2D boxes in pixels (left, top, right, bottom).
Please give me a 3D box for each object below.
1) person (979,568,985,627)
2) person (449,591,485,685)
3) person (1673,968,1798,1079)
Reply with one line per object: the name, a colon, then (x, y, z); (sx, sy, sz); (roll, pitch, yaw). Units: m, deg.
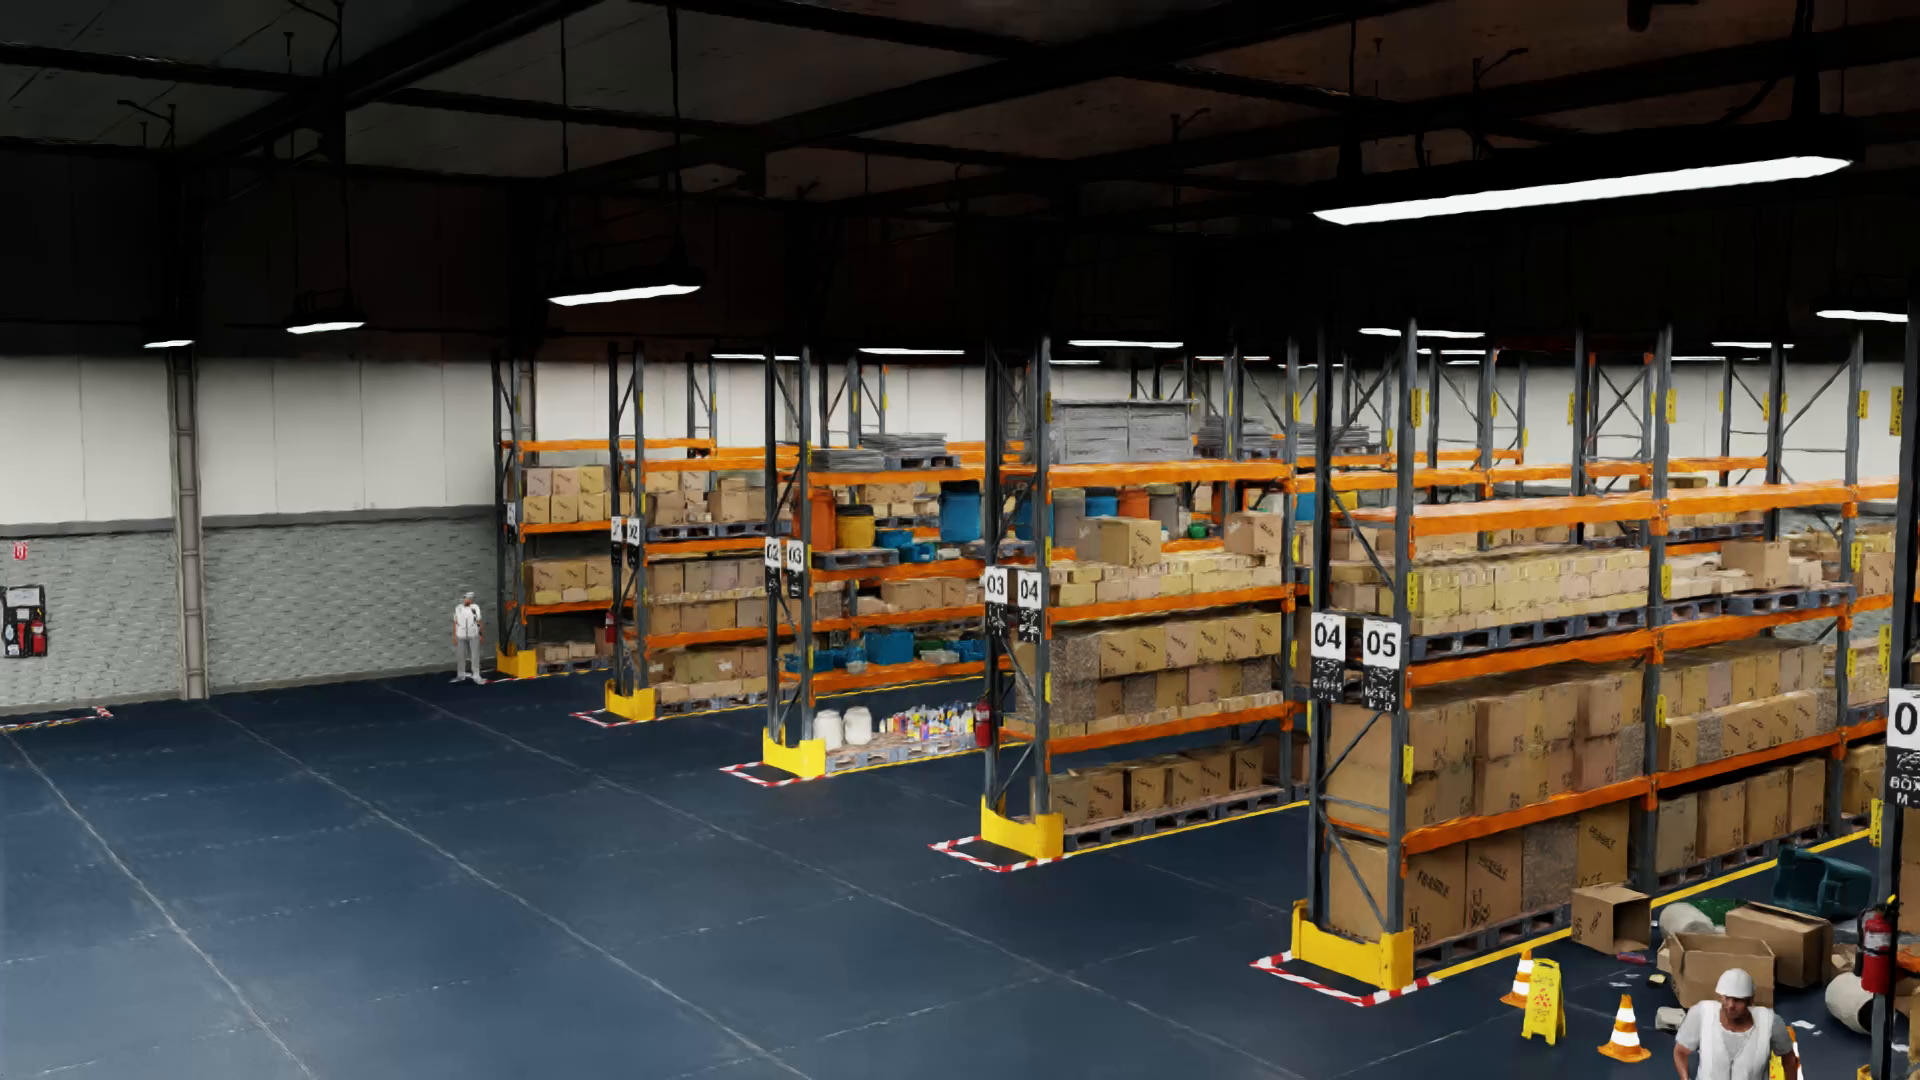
person: (0.577, 1.230, 35.483); (1.075, 1.585, 0.498); (-4, 6, -39)
person: (-8.818, 1.735, 29.704); (0.645, 1.670, 0.436); (-1, 5, -10)
person: (4.720, 3.412, 10.112); (0.704, 1.717, 0.810); (3, 6, 35)
